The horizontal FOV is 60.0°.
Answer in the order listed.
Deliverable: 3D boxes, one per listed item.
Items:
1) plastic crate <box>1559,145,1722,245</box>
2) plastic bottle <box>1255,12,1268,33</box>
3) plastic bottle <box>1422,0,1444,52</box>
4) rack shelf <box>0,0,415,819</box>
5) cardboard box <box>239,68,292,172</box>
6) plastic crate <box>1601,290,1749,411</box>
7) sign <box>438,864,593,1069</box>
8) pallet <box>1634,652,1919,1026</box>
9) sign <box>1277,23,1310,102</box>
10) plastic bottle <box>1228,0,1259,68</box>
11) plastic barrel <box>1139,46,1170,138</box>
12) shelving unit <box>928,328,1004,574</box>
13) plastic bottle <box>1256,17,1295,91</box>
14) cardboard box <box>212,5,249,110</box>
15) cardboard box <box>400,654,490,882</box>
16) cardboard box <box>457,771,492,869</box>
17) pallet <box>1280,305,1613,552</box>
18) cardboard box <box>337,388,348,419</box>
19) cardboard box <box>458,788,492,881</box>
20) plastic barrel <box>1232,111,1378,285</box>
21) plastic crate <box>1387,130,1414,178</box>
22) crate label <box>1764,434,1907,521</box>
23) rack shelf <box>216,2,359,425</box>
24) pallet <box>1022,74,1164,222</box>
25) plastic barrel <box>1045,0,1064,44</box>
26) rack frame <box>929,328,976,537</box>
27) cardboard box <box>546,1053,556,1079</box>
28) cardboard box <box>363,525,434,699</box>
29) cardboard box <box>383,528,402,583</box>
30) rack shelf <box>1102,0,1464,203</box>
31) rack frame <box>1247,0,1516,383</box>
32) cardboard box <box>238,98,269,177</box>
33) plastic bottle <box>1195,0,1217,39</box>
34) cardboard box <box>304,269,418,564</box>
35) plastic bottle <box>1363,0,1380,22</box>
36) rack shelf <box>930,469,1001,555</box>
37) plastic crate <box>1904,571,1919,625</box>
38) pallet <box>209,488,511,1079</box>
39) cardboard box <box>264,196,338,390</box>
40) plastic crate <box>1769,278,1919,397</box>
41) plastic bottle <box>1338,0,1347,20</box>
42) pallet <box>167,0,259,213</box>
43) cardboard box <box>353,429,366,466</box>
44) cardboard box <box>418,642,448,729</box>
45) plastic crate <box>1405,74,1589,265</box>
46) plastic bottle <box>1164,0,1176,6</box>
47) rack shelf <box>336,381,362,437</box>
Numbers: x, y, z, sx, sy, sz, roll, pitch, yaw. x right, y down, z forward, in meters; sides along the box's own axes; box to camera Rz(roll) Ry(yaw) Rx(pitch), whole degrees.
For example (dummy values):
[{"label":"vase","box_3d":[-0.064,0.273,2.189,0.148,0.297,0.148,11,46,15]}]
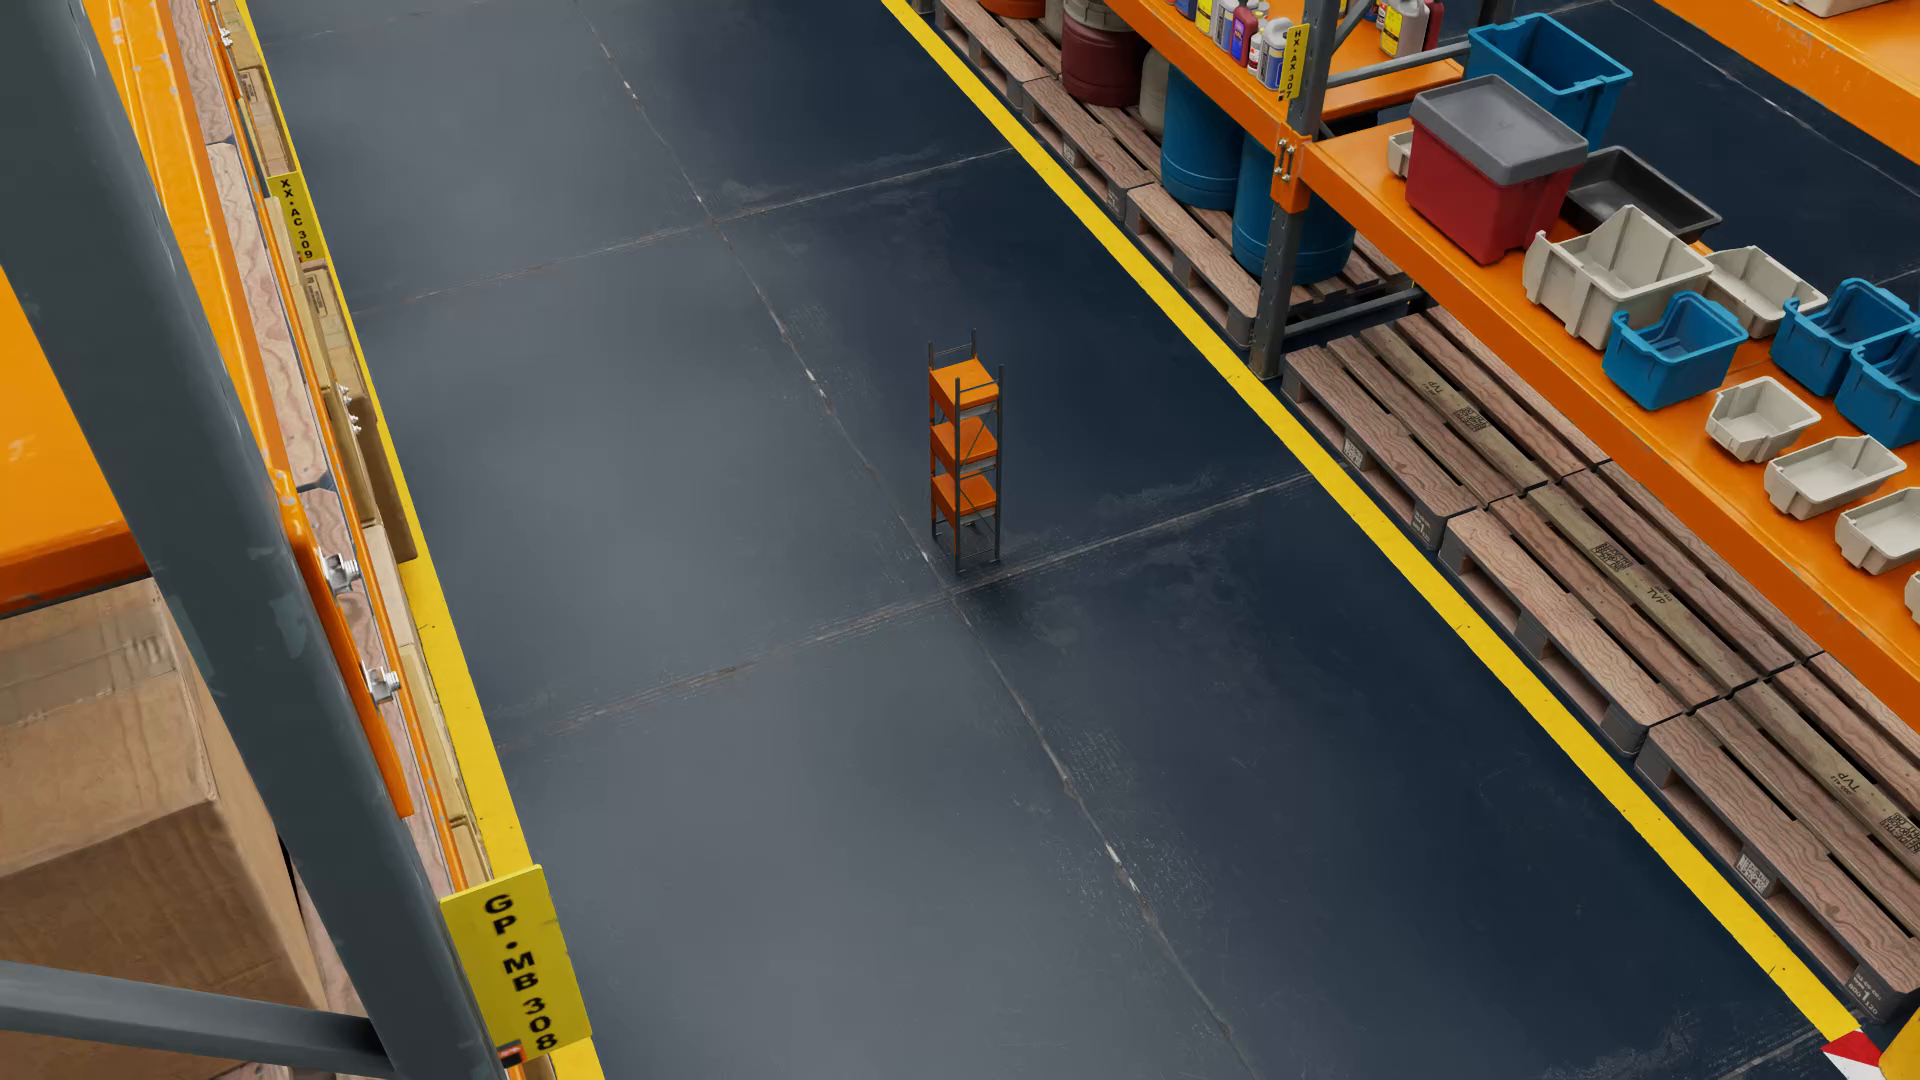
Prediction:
[{"label":"plastic crate","box_3d":[2.567,-1.288,6.441,0.437,0.125,0.590,-18,47,-17]},{"label":"plastic bottle","box_3d":[1.320,-2.252,7.407,0.097,0.201,0.097,0,45,0]},{"label":"plastic bottle","box_3d":[2.086,-2.316,7.414,0.061,0.283,0.133,-18,47,-17]},{"label":"rack shelf","box_3d":[-1.800,-0.998,2.520,1.077,0.370,4.000,-18,47,-17]},{"label":"cardboard box","box_3d":[-3.684,-1.461,7.678,1.225,0.875,0.875,-18,47,-17]},{"label":"plastic crate","box_3d":[2.439,-0.644,5.712,0.416,0.233,0.300,-18,47,-17]},{"label":"sign","box_3d":[-0.453,0.446,1.716,0.100,0.325,0.005,-18,47,-17]},{"label":"pallet","box_3d":[3.223,1.006,5.949,1.003,0.211,1.213,-18,47,-17]},{"label":"sign","box_3d":[1.353,-1.935,6.748,0.100,0.325,0.005,-18,47,-17]},{"label":"plastic bottle","box_3d":[1.255,-2.246,7.343,0.061,0.283,0.133,-18,47,-17]},{"label":"plastic barrel","box_3d":[1.186,-2.451,8.940,0.421,0.512,0.421,0,45,0]},{"label":"shelving unit","box_3d":[0.022,-0.340,6.716,0.215,1.050,0.252,-18,47,-17]},{"label":"plastic bottle","box_3d":[1.394,-2.110,7.210,0.152,0.276,0.135,-18,47,-17]},{"label":"cardboard box","box_3d":[-3.252,-1.905,6.843,0.500,0.500,0.500,-17,47,-17]},{"label":"cardboard box","box_3d":[-1.349,0.662,3.674,0.500,0.500,0.500,-19,48,-18]},{"label":"cardboard box","box_3d":[-1.457,0.800,4.352,0.380,0.149,0.250,-19,48,-18]},{"label":"pallet","box_3d":[2.197,-0.548,7.524,1.003,0.211,1.213,-18,47,-17]},{"label":"cardboard box","box_3d":[-2.217,-0.384,5.267,0.500,0.250,0.500,-19,48,-18]},{"label":"cardboard box","box_3d":[-1.348,0.925,3.941,0.500,0.250,0.500,-20,48,-19]},{"label":"plastic barrel","box_3d":[1.640,-1.752,7.954,0.600,0.901,0.708,-18,47,-17]},{"label":"plastic crate","box_3d":[1.919,-1.587,6.736,0.396,0.136,0.243,-18,47,-17]},{"label":"crate label","box_3d":[2.780,-0.202,5.333,0.396,0.136,0.243,-18,47,-17]},{"label":"rack shelf","box_3d":[-3.482,-1.554,7.070,1.077,0.370,4.000,-18,47,-17]},{"label":"pallet","box_3d":[1.050,-2.288,9.288,1.003,0.211,1.213,-18,47,-17]},{"label":"plastic barrel","box_3d":[0.711,-3.171,9.669,0.421,0.512,0.421,0,45,0]},{"label":"rack frame","box_3d":[-0.029,-0.417,6.794,0.200,1.050,0.008,-18,47,-17]},{"label":"cardboard box","box_3d":[-1.137,1.287,3.857,0.380,0.149,0.250,-19,48,-18]},{"label":"cardboard box","box_3d":[-1.782,0.270,4.604,0.500,0.250,0.500,-17,47,-17]},{"label":"cardboard box","box_3d":[-1.891,0.143,5.017,0.380,0.149,0.250,-17,47,-17]},{"label":"rack shelf","box_3d":[1.012,-3.017,8.553,1.077,0.370,4.000,-18,47,-17]},{"label":"rack frame","box_3d":[1.853,-1.998,7.008,1.000,3.000,0.127,-18,47,-17]},{"label":"cardboard box","box_3d":[-2.820,-1.258,6.187,0.500,0.500,0.500,-18,47,-17]},{"label":"plastic bottle","box_3d":[1.170,-2.470,7.521,0.144,0.351,0.185,-18,47,-17]},{"label":"cardboard box","box_3d":[-2.928,-0.331,6.532,1.225,0.875,0.875,-18,47,-17]},{"label":"plastic bottle","box_3d":[1.924,-2.527,7.636,0.097,0.271,0.097,0,45,0]},{"label":"rack shelf","box_3d":[0.022,-0.134,6.918,0.215,0.259,0.240,-18,47,-17]},{"label":"plastic crate","box_3d":[3.028,0.157,4.969,0.396,0.136,0.243,-18,47,-17]},{"label":"pallet","box_3d":[-1.280,0.508,2.396,1.003,0.211,1.213,-18,47,-17]},{"label":"cardboard box","box_3d":[-2.205,-0.641,4.994,0.500,0.500,0.500,-17,47,-16]},{"label":"plastic crate","box_3d":[3.050,-0.696,5.765,0.416,0.233,0.300,-18,47,-17]},{"label":"plastic bottle","box_3d":[1.745,-2.519,7.678,0.097,0.201,0.097,0,45,0]},{"label":"pallet","box_3d":[-2.306,-1.047,3.972,1.003,0.211,1.213,-18,47,-17]},{"label":"cardboard box","box_3d":[-2.107,-0.184,5.349,0.380,0.149,0.250,-17,47,-17]},{"label":"cardboard box","box_3d":[-1.675,0.470,4.685,0.380,0.149,0.250,-19,48,-18]},{"label":"plastic crate","box_3d":[2.001,-1.399,6.313,0.402,0.464,0.583,-18,47,-17]},{"label":"plastic bottle","box_3d":[1.028,-2.664,7.771,0.152,0.276,0.135,-18,47,-17]},{"label":"rack shelf","box_3d":[-1.800,0.995,4.487,1.077,0.370,4.000,-18,47,-17]}]
